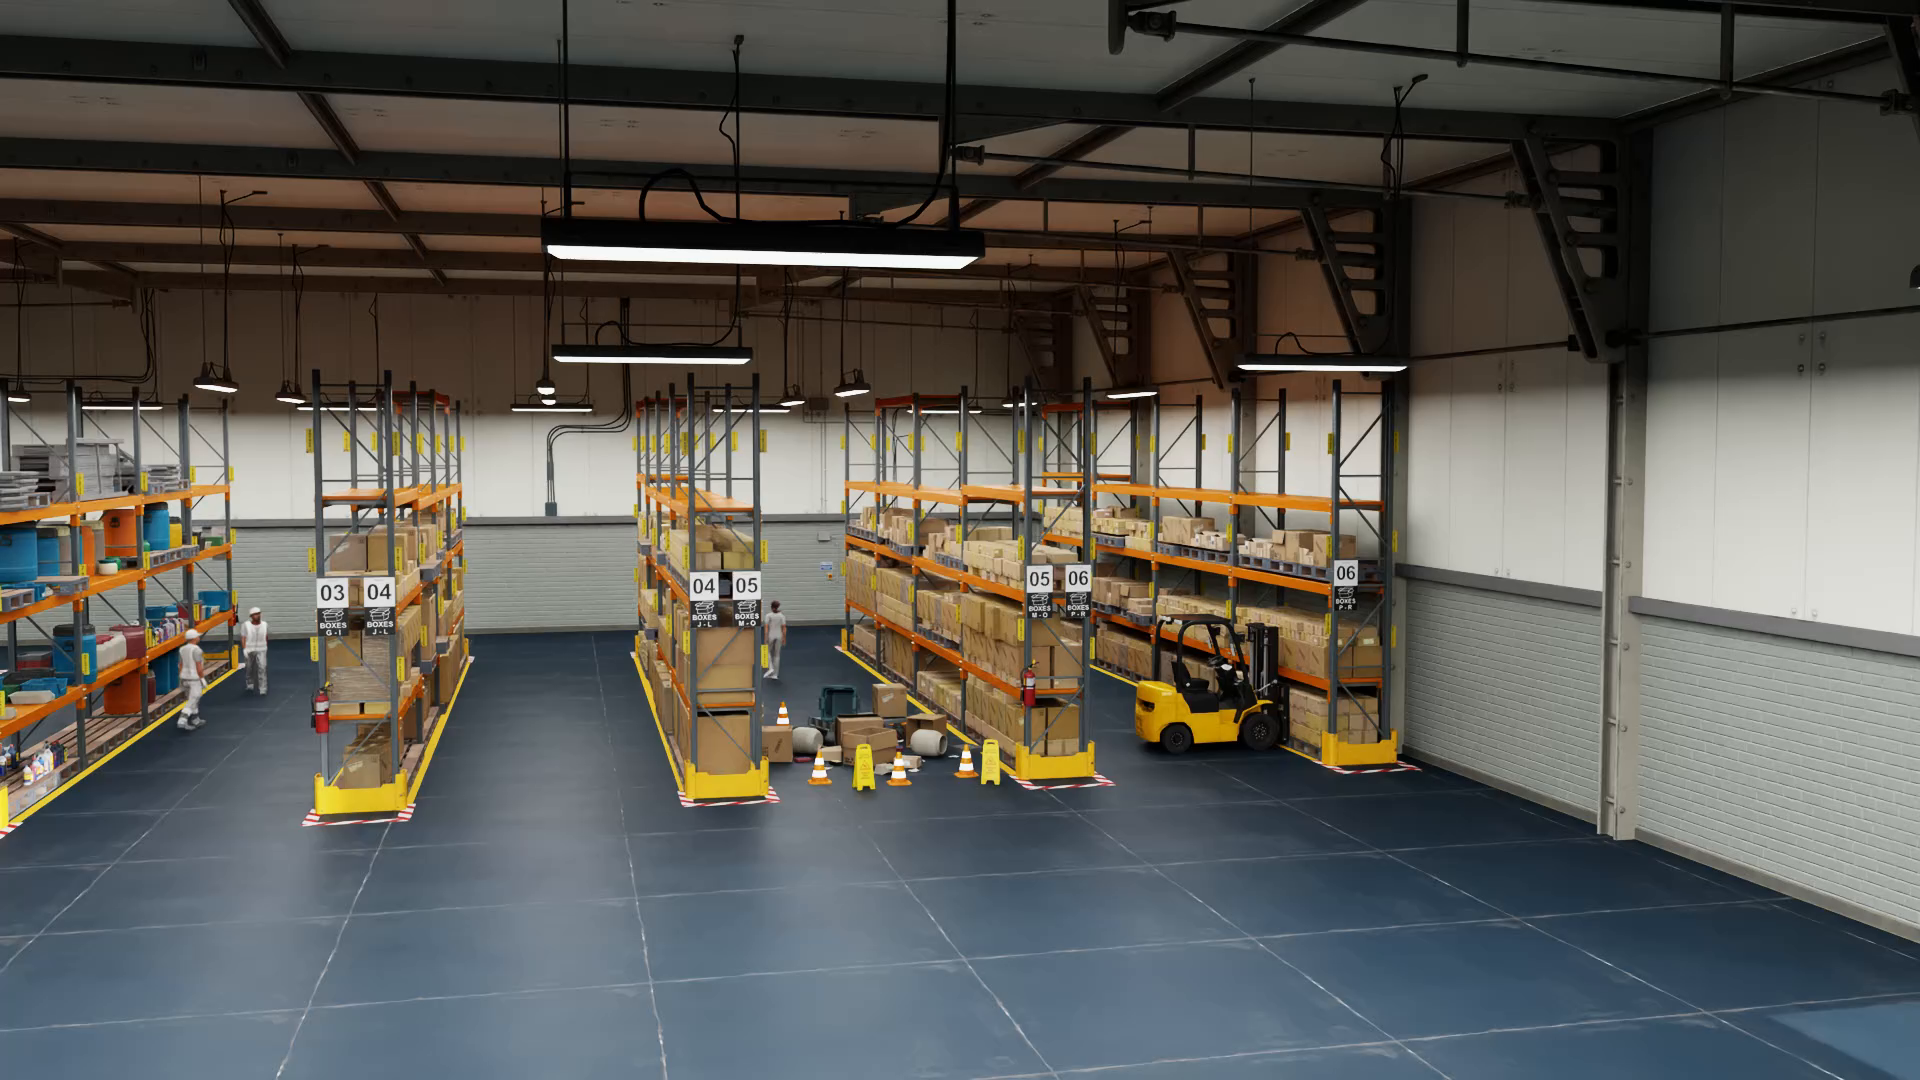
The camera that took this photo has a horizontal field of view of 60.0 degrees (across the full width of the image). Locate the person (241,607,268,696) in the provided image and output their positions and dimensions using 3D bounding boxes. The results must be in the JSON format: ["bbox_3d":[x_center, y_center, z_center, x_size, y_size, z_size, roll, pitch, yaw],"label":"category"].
[{"bbox_3d":[-14.025,2.208,33.070,0.507,1.741,1.065,-1,4,-23],"label":"person"}]

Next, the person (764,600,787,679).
[{"bbox_3d":[-3.942,2.116,35.410,0.492,1.680,0.417,-1,3,-10],"label":"person"}]

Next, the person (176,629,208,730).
[{"bbox_3d":[-13.397,2.446,28.992,0.598,1.771,0.962,1,3,18],"label":"person"}]
